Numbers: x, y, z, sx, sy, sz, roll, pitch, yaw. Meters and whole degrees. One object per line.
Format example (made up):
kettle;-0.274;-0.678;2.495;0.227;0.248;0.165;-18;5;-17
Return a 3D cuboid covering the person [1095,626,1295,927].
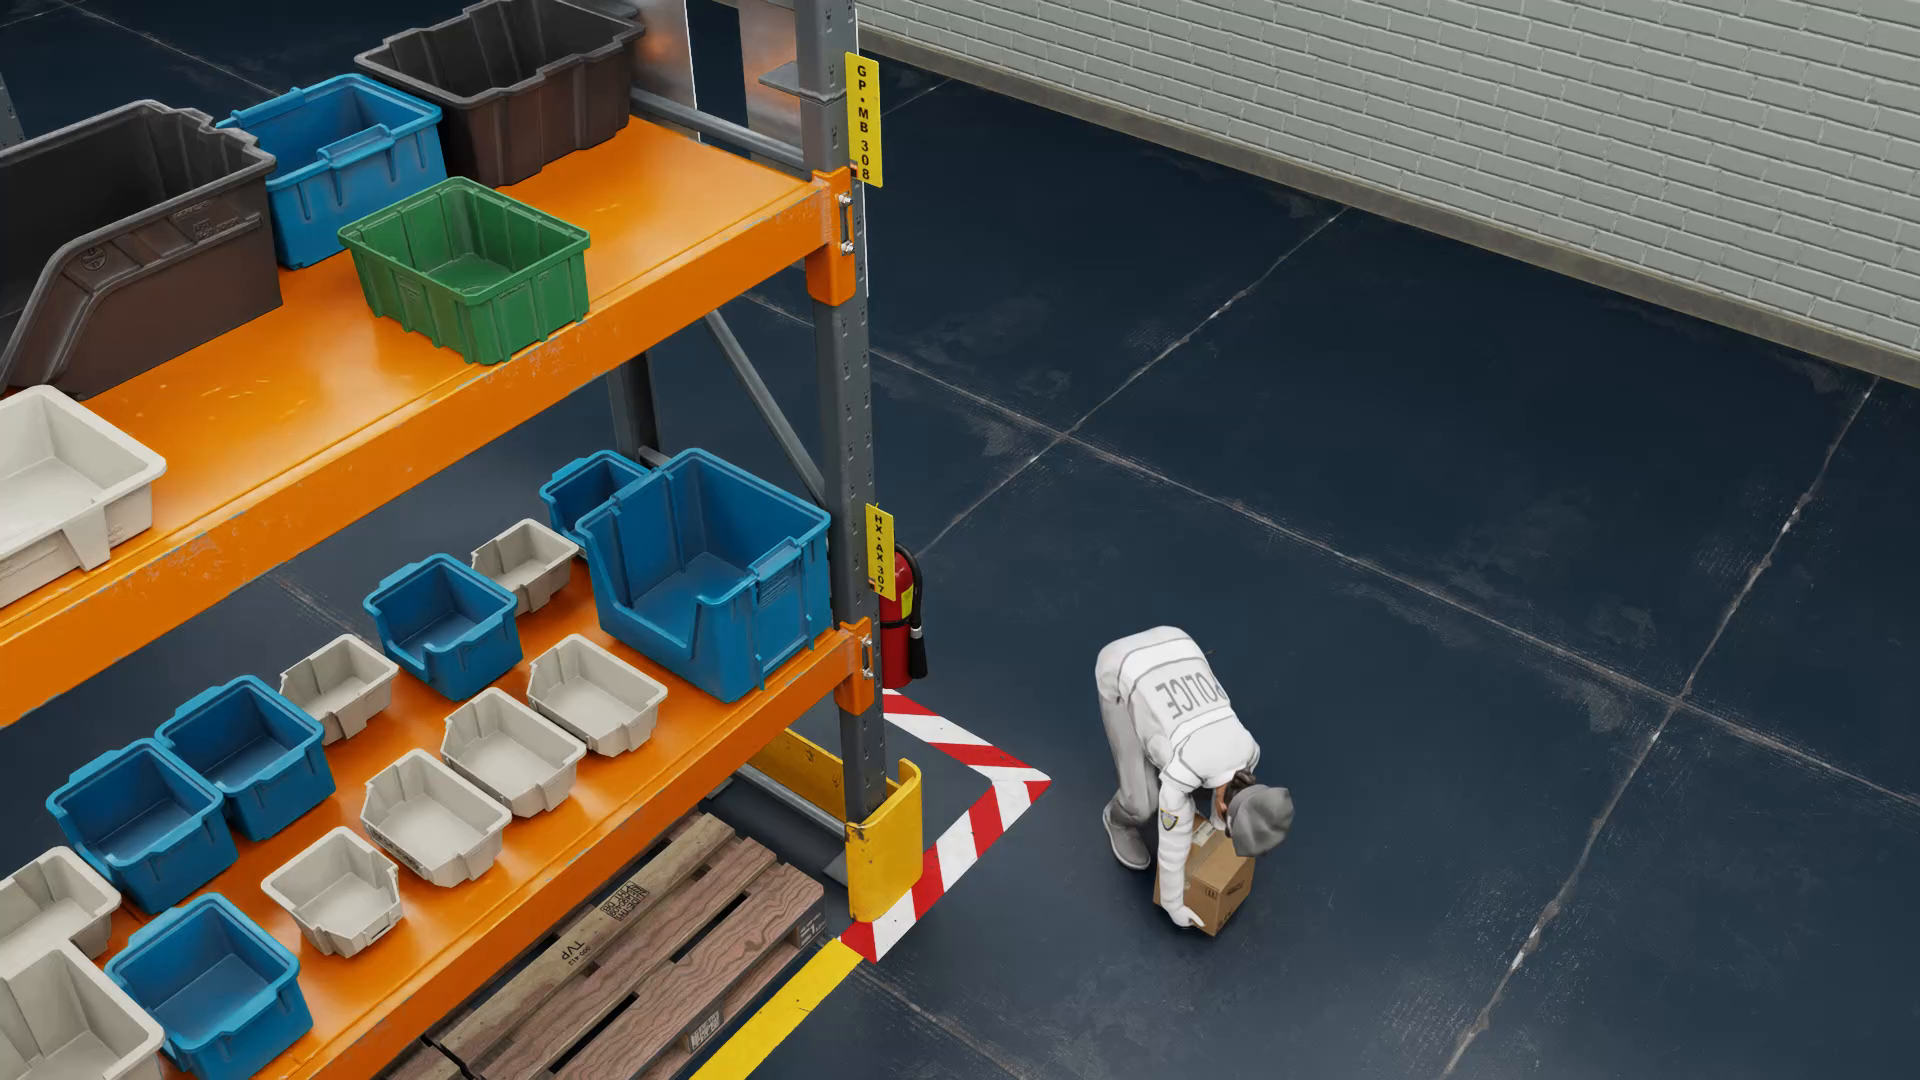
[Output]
person;0.784;0.834;5.747;0.463;0.883;0.886;-16;42;-19
